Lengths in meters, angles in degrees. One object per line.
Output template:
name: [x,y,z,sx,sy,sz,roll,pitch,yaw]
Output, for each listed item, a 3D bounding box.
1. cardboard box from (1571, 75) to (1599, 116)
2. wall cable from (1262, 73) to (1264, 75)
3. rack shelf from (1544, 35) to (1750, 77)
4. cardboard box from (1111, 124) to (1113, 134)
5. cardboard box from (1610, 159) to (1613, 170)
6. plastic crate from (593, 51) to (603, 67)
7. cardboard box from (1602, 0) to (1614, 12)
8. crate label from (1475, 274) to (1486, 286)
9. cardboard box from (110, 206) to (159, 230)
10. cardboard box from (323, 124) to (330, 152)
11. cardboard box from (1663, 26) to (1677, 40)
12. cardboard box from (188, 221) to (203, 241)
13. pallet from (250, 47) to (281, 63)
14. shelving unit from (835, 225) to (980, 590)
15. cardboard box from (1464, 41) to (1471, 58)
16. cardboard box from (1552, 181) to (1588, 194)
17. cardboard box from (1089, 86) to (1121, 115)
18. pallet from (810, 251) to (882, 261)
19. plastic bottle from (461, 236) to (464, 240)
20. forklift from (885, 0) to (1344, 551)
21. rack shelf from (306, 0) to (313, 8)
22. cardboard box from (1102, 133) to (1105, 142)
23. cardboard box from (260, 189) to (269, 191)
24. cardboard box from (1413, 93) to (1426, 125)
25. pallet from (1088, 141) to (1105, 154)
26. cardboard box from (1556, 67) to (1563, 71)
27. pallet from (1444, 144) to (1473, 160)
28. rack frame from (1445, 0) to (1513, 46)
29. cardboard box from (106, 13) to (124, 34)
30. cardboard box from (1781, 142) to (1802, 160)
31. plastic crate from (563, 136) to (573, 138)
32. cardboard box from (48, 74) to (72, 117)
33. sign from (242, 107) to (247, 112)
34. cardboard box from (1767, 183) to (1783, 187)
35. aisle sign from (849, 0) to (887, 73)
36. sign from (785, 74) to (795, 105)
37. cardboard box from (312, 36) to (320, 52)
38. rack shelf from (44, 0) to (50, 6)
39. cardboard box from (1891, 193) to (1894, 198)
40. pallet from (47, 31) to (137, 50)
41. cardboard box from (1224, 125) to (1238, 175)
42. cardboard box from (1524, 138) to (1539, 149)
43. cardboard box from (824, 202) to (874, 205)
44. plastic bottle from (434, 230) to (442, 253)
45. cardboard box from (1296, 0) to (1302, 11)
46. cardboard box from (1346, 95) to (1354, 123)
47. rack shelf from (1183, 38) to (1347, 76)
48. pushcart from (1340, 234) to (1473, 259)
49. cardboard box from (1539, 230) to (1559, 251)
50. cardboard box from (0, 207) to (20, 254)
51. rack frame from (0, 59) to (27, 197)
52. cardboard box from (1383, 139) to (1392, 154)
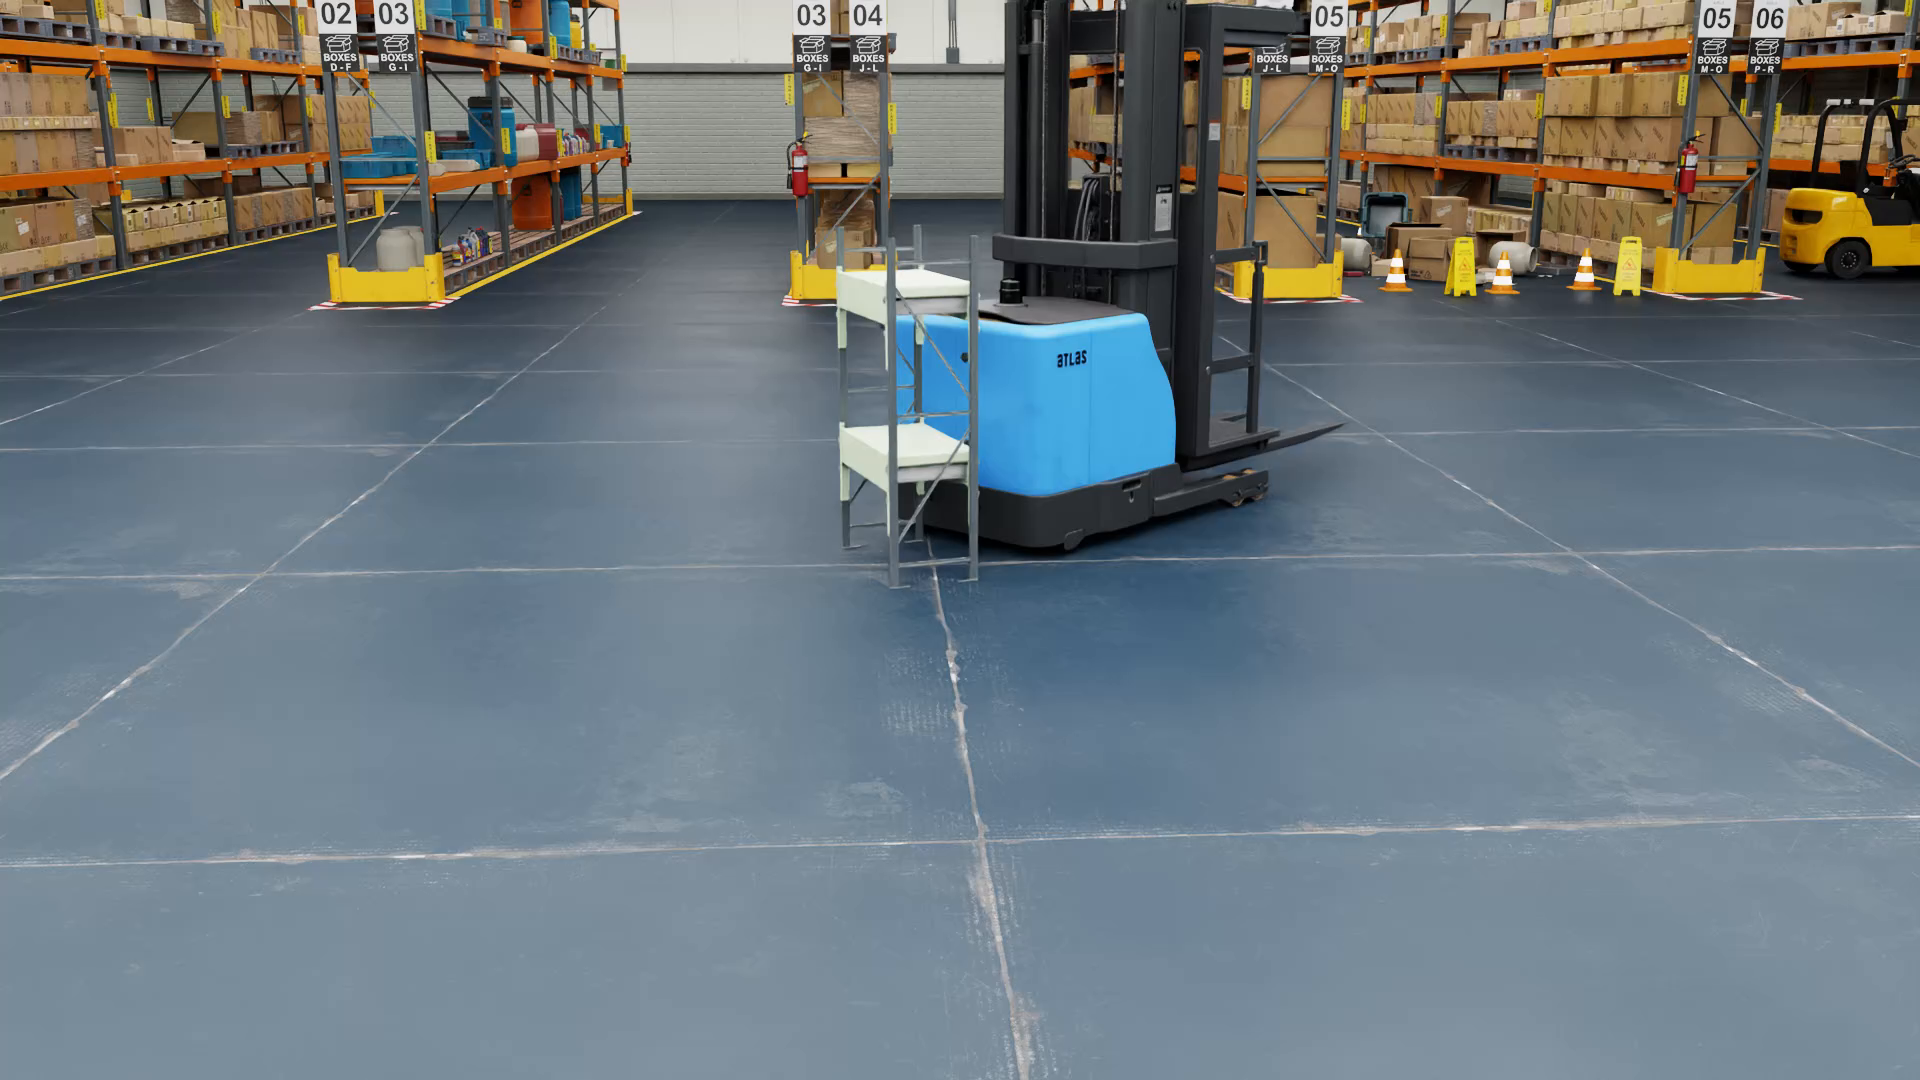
cardboard box: [8.185,-5.608,21.000,0.700,0.500,0.500,-1,14,-5]
wall cable: [7.244,-10.191,39.512,0.585,1.953,0.123,-1,14,-3]
rack shelf: [8.484,-5.904,20.377,1.077,0.370,4.000,-1,14,-3]
cardboard box: [2.656,-6.664,26.970,0.380,0.149,0.250,-1,14,-2]
cardboard box: [8.296,-4.651,20.586,0.380,0.149,0.250,-1,14,-3]
plastic crate: [-6.773,-8.760,30.295,0.497,0.269,0.590,-1,14,-3]
cardboard box: [8.189,-6.608,20.573,0.380,0.149,0.250,-1,14,-4]
crate label: [6.097,-3.096,19.784,0.250,0.136,0.298,-9,17,-32]
cardboard box: [-11.221,-4.367,22.528,0.500,0.311,0.500,-1,14,-4]
cardboard box: [-11.708,-7.288,30.133,0.500,0.500,0.500,-1,14,-2]
cardboard box: [8.259,-5.779,18.952,0.380,0.149,0.250,-1,14,-3]
cardboard box: [-11.326,-4.478,24.087,0.500,0.250,0.500,-1,14,-2]
pallet: [-11.876,-7.922,27.154,1.213,0.211,1.003,-1,14,-3]
shelving unit: [-0.241,-0.614,7.402,0.431,1.500,0.755,-5,15,-20]
cardboard box: [7.978,-7.535,25.542,0.396,0.266,0.258,-1,14,-3]
cardboard box: [8.075,-4.663,21.999,0.380,0.149,0.250,-1,14,-3]
cardboard box: [2.631,-7.975,30.196,0.500,0.500,0.500,-1,14,-5]
pallet: [-1.454,-3.627,21.700,1.003,0.211,1.213,-1,14,-3]
plastic bottle: [-6.215,-3.673,20.852,0.061,0.283,0.133,-1,14,-3]
forklift: [0.996,-1.670,8.634,1.130,2.935,3.031,13,19,41]
rack shelf: [-12.038,-10.034,30.417,1.077,0.370,4.000,-1,14,-3]
cardboard box: [2.594,-6.774,27.997,0.380,0.149,0.250,-2,15,-6]
cardboard box: [-12.083,-5.728,28.401,0.500,0.500,0.500,-1,14,-3]
cardboard box: [7.779,-7.077,27.303,0.500,0.500,0.500,-1,14,-2]
pallet: [2.833,-6.900,29.209,1.003,0.211,1.213,-1,14,-3]
cardboard box: [12.358,-9.607,33.830,0.380,0.149,0.250,-1,14,-2]
pallet: [8.263,-6.023,25.802,1.213,0.211,1.003,-1,14,-3]
rack frame: [8.112,-9.197,25.713,1.000,3.000,0.127,-1,14,-3]
cardboard box: [-11.484,-6.865,22.128,0.500,0.250,0.500,-2,15,-9]
cardboard box: [12.915,-5.929,25.353,0.500,0.250,0.500,-1,14,-5]
plastic crate: [-7.431,-7.531,31.494,0.416,0.233,0.300,-1,14,-3]
cardboard box: [-11.352,-5.433,20.318,0.700,0.500,0.500,-1,14,-4]
sign: [-12.455,-7.391,28.994,0.100,0.325,0.005,-1,14,-3]
cardboard box: [13.345,-5.811,27.463,0.380,0.149,0.250,0,14,-1]
aisle sign: [-0.980,-5.397,17.767,0.394,0.787,0.004,-1,14,-3]
sign: [-1.838,-4.859,17.935,0.100,0.325,0.005,-1,14,-3]
cardboard box: [-11.729,-8.853,29.692,0.500,0.250,0.500,-1,14,-3]
rack shelf: [-16.982,-9.765,30.166,1.077,0.370,4.000,-1,14,-3]
cardboard box: [13.031,-4.605,22.575,0.500,0.250,0.500,-1,14,-4]
pallet: [-11.486,-6.571,21.911,0.805,0.209,1.217,-1,15,-6]
cardboard box: [3.550,-4.501,19.201,0.875,0.550,0.550,-1,14,-3]
cardboard box: [8.053,-5.502,23.054,0.380,0.149,0.250,-1,14,-3]
cardboard box: [-1.628,-4.696,24.393,0.700,0.500,0.500,0,14,1]
plastic bottle: [-6.694,-3.793,21.181,0.144,0.351,0.185,-1,14,-3]
cardboard box: [3.956,-5.937,18.523,0.380,0.149,0.250,-1,14,-3]
cardboard box: [7.536,-8.059,31.120,0.500,0.500,0.500,-1,14,-4]
rack shelf: [3.550,-5.802,19.982,1.077,0.370,4.000,-1,14,-3]
pushcart: [6.088,-3.979,22.736,1.648,0.377,0.936,-6,16,-23]
cardboard box: [8.127,-4.018,22.298,0.500,0.250,0.500,-2,15,-6]
cardboard box: [-11.014,-3.493,18.754,0.500,0.500,0.500,-1,14,-3]
rack frame: [-16.858,-6.904,28.841,1.000,3.000,0.127,-1,14,-3]
cardboard box: [7.678,-6.844,28.908,0.500,0.250,0.500,-1,14,-4]
